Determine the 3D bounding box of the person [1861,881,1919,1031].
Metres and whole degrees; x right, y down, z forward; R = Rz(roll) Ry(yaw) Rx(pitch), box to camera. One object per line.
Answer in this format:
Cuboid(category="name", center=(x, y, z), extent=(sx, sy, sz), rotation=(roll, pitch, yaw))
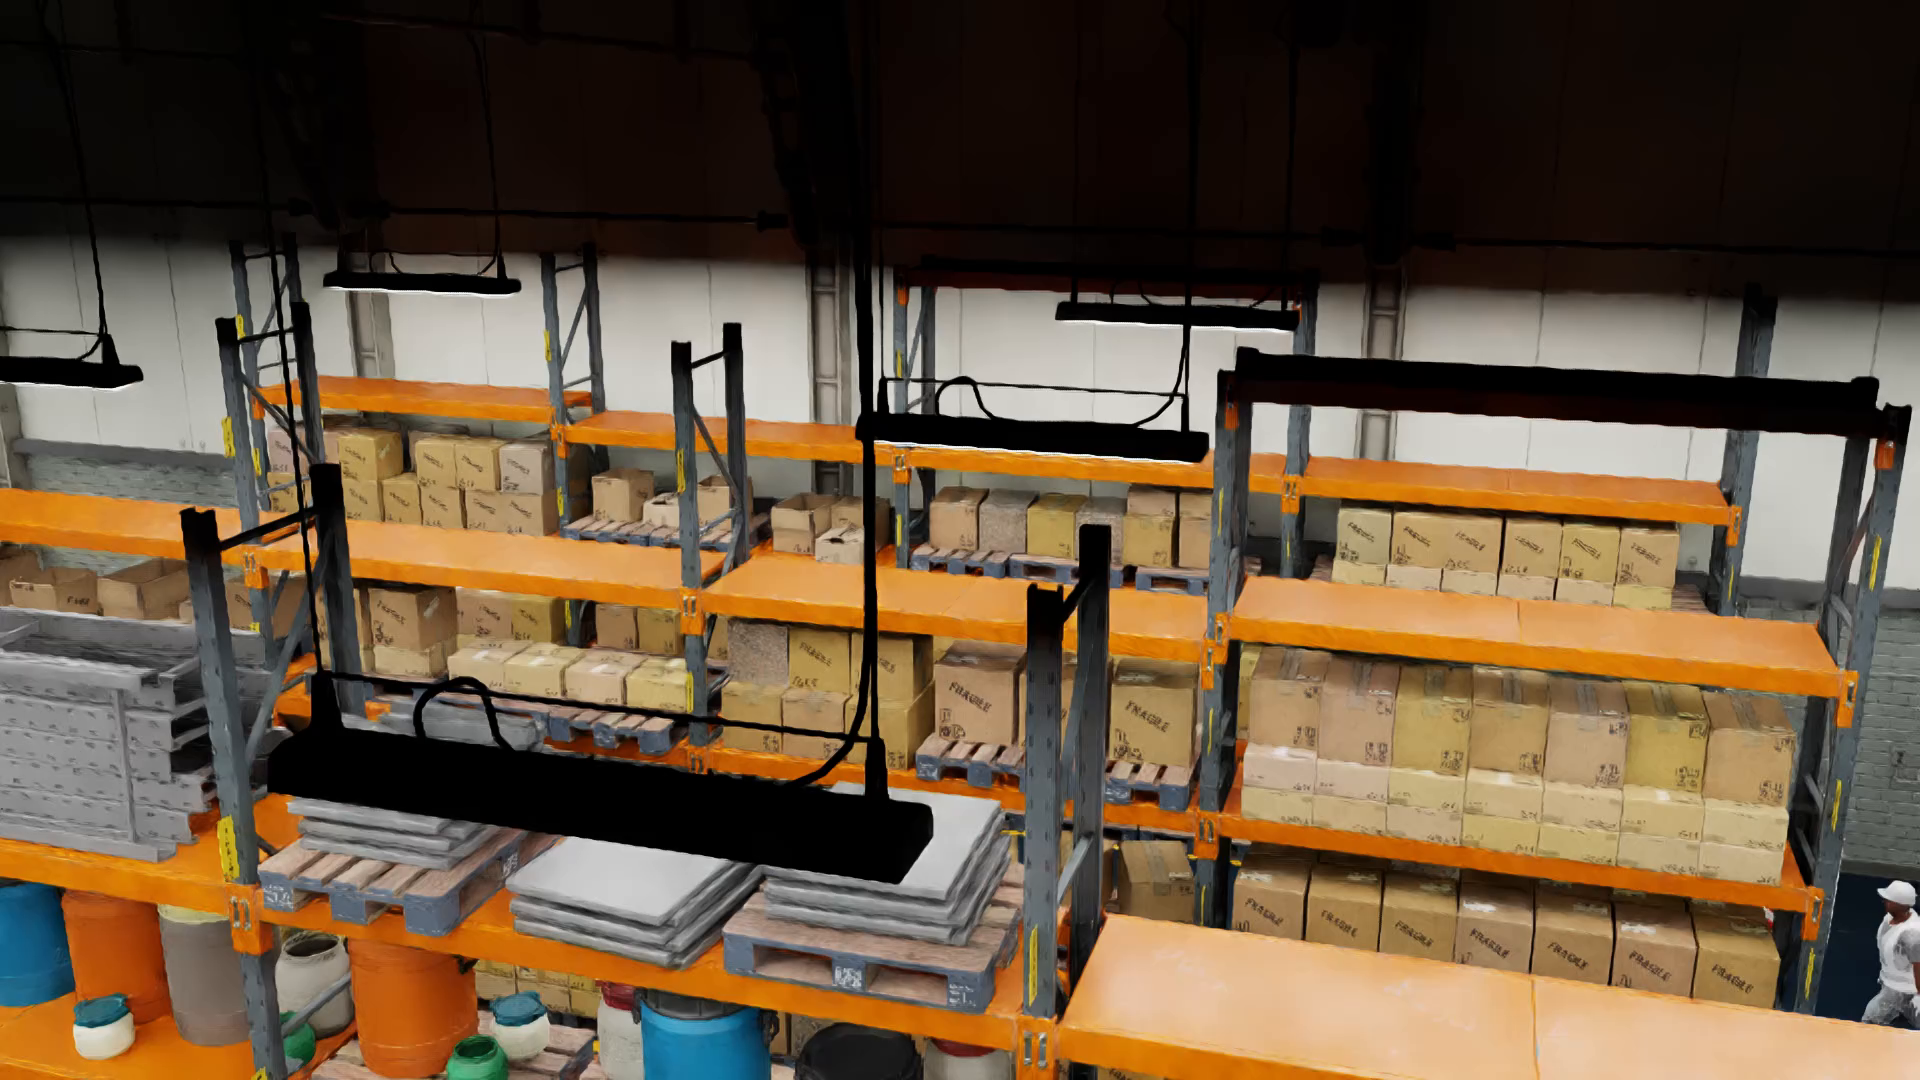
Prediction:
Cuboid(category="person", center=(7.516, 3.528, 13.391), extent=(1.121, 1.706, 0.566), rotation=(6, 17, 19))
